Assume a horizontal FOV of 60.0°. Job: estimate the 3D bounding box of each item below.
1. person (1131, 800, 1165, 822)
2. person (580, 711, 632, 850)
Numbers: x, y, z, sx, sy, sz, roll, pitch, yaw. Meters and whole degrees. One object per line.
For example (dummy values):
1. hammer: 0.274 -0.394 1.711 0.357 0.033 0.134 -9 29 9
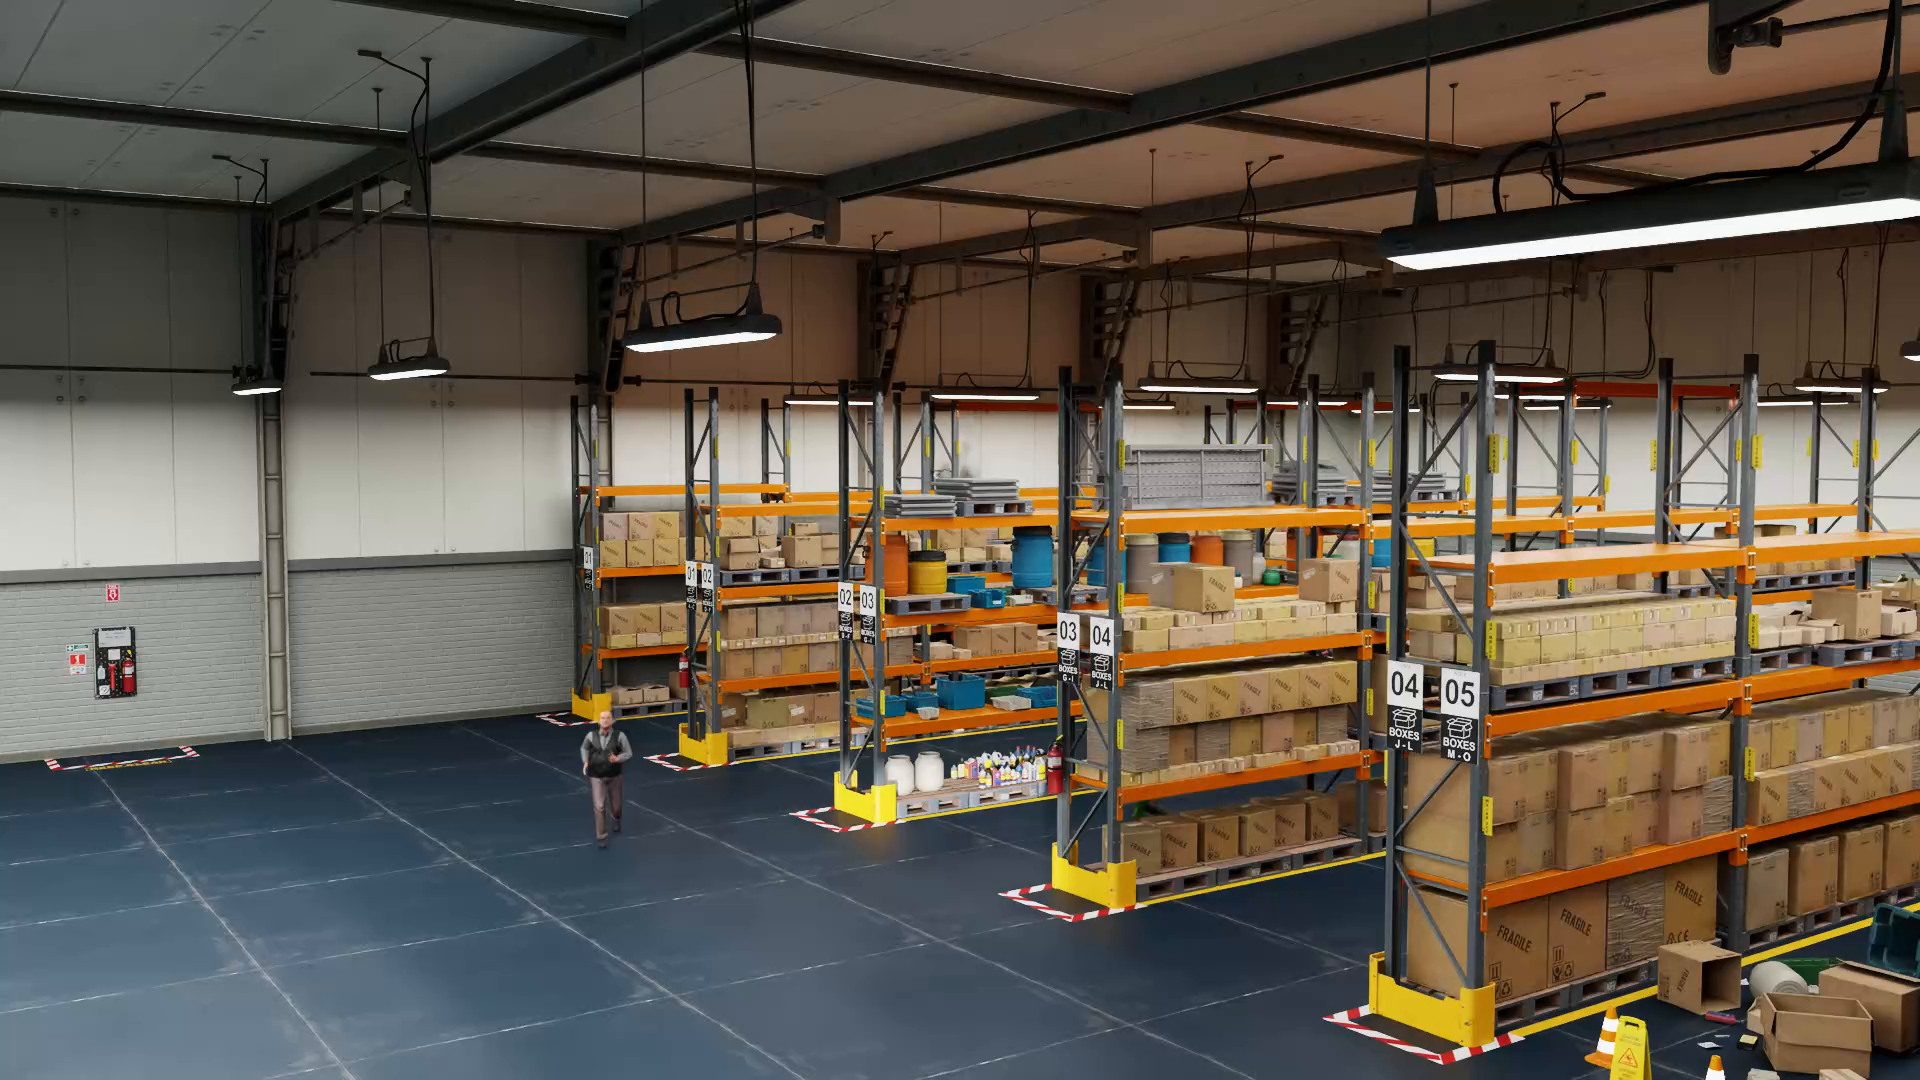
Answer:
1. person: 2.351 2.995 21.263 0.657 1.778 0.953 3 5 44
2. person: -4.516 3.028 21.219 0.667 1.699 0.919 -1 3 -8
